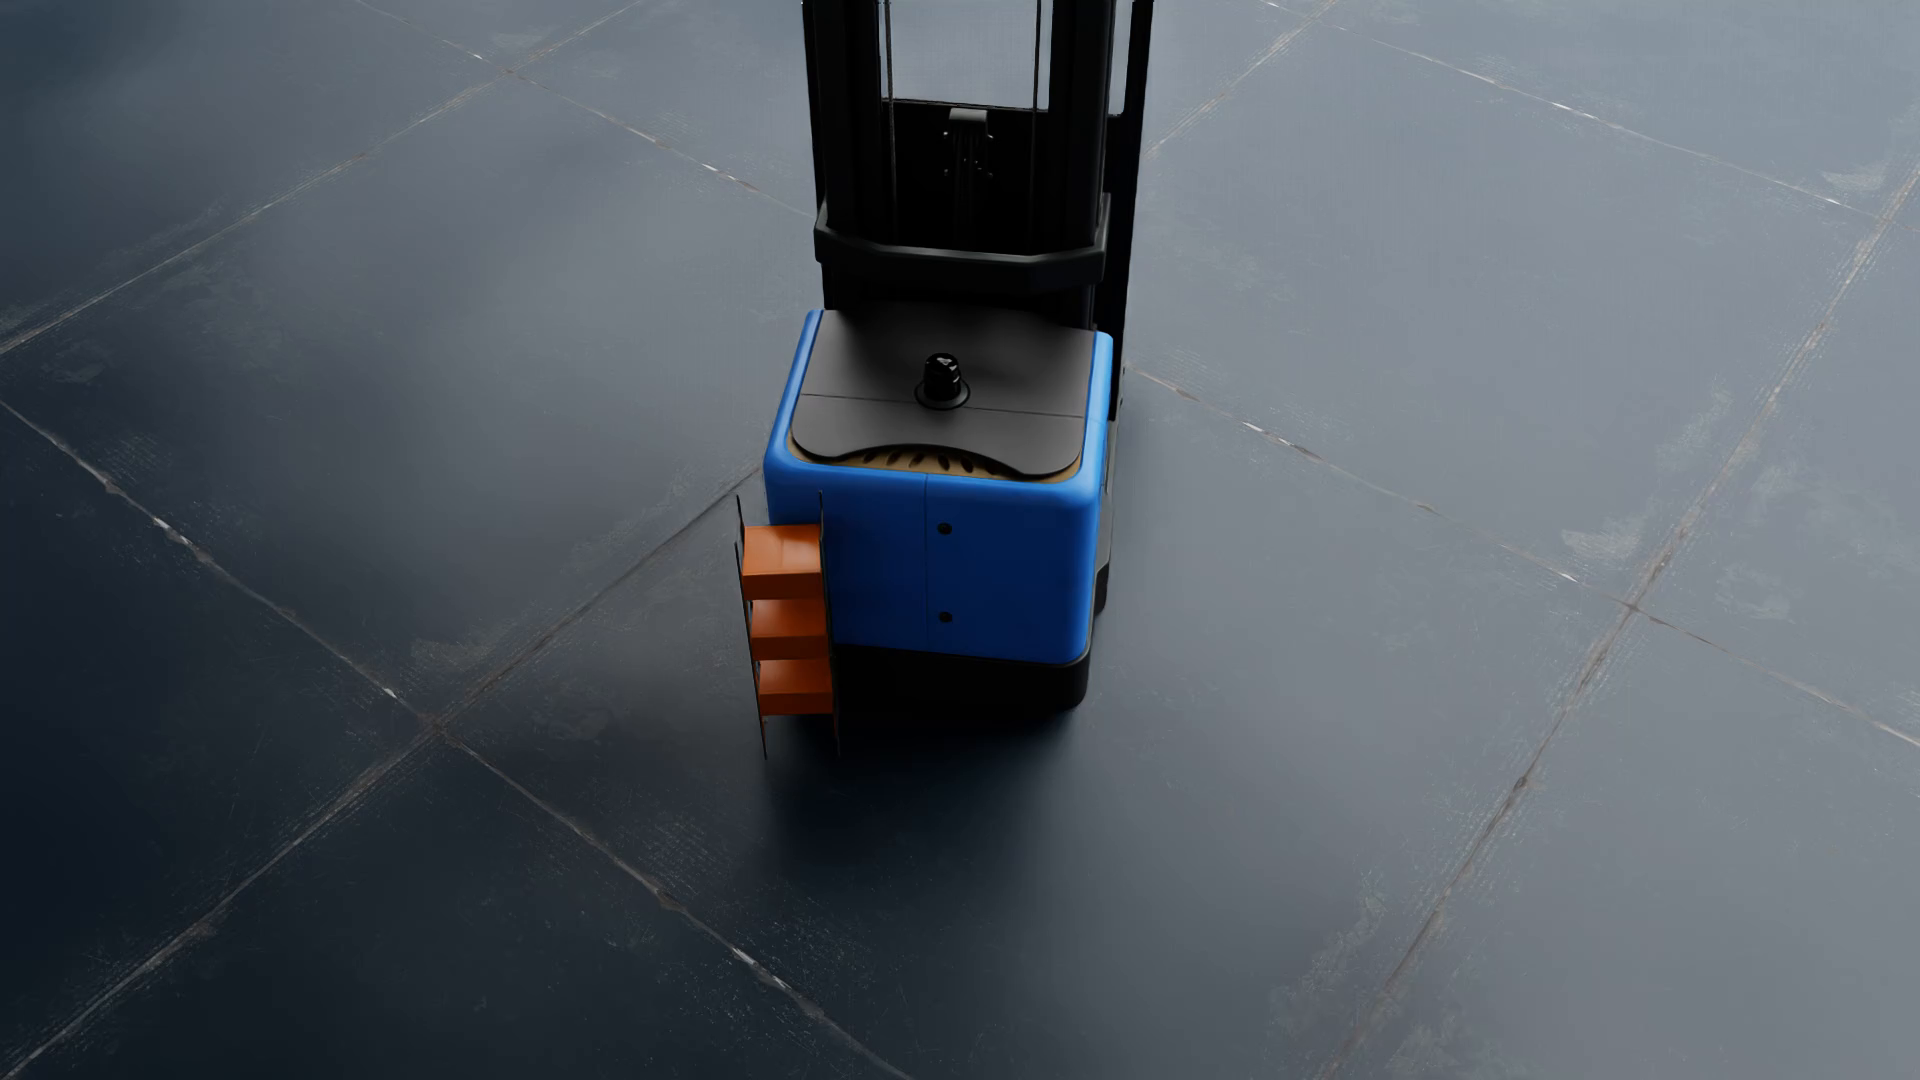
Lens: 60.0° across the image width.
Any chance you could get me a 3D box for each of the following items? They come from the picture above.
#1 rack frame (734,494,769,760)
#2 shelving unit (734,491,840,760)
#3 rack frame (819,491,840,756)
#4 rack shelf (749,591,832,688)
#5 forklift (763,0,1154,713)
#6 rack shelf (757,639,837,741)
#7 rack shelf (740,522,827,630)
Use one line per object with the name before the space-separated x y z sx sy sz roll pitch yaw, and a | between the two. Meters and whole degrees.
rack frame | -0.653 0.298 5.239 0.008 1.050 0.200 -2 46 -2
shelving unit | -0.531 0.293 5.244 0.252 1.050 0.215 -2 46 -2
rack frame | -0.409 0.289 5.248 0.008 1.050 0.200 -2 46 -2
rack shelf | -0.531 0.301 5.251 0.240 0.259 0.215 -2 46 -2
forklift | 0.084 -1.506 5.662 1.130 2.935 3.031 5 47 5
rack shelf | -0.531 0.493 5.452 0.240 0.259 0.215 -2 46 -2
rack shelf | -0.531 0.105 5.046 0.240 0.259 0.215 -2 46 -2
